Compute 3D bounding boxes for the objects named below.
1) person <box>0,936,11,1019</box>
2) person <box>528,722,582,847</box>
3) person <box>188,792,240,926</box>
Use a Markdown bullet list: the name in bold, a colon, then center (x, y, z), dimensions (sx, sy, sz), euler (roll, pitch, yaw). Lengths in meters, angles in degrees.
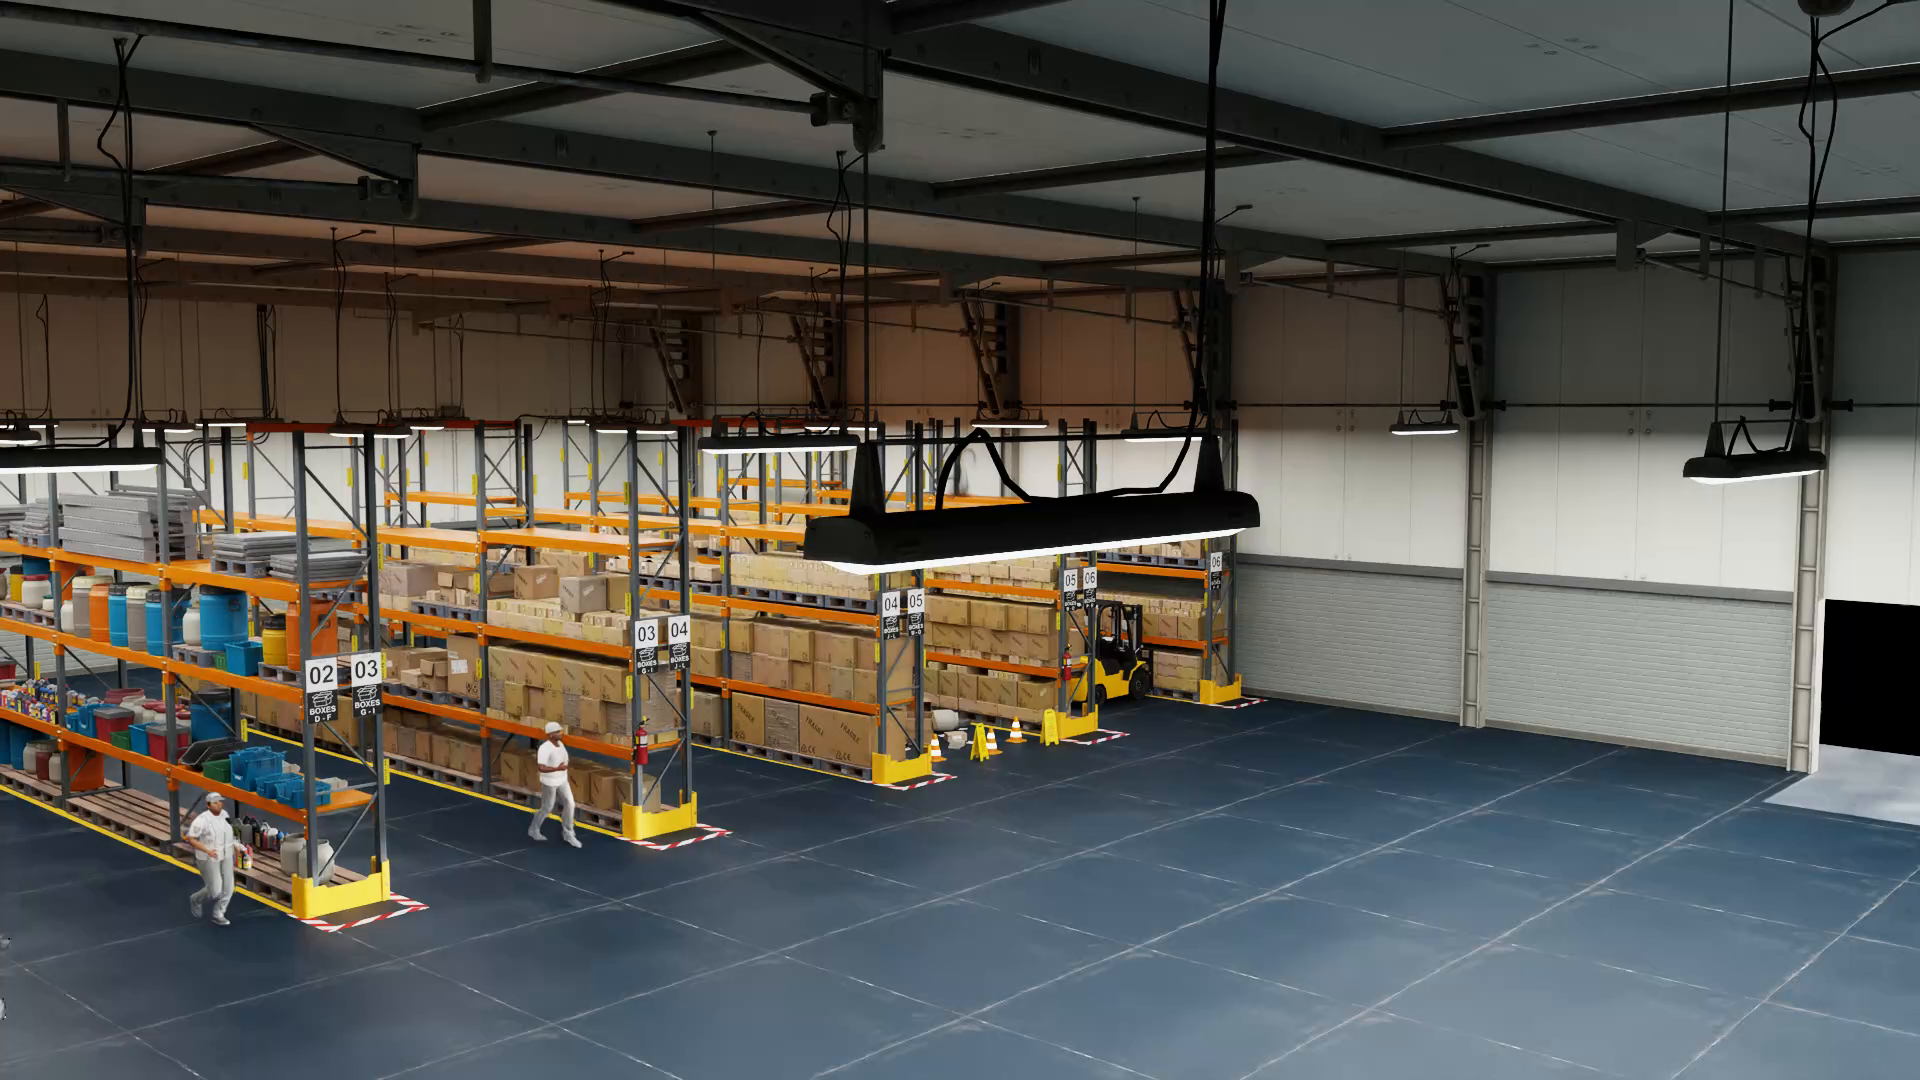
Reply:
- **person**: center (-9.370, 4.152, 15.720), dimensions (0.706, 1.788, 0.649), euler (-2, 5, -28)
- **person**: center (-5.842, 3.498, 23.788), dimensions (0.807, 1.816, 0.679), euler (2, 5, 23)
- **person**: center (-9.092, 3.873, 20.254), dimensions (0.561, 1.609, 0.595), euler (2, 5, 28)
